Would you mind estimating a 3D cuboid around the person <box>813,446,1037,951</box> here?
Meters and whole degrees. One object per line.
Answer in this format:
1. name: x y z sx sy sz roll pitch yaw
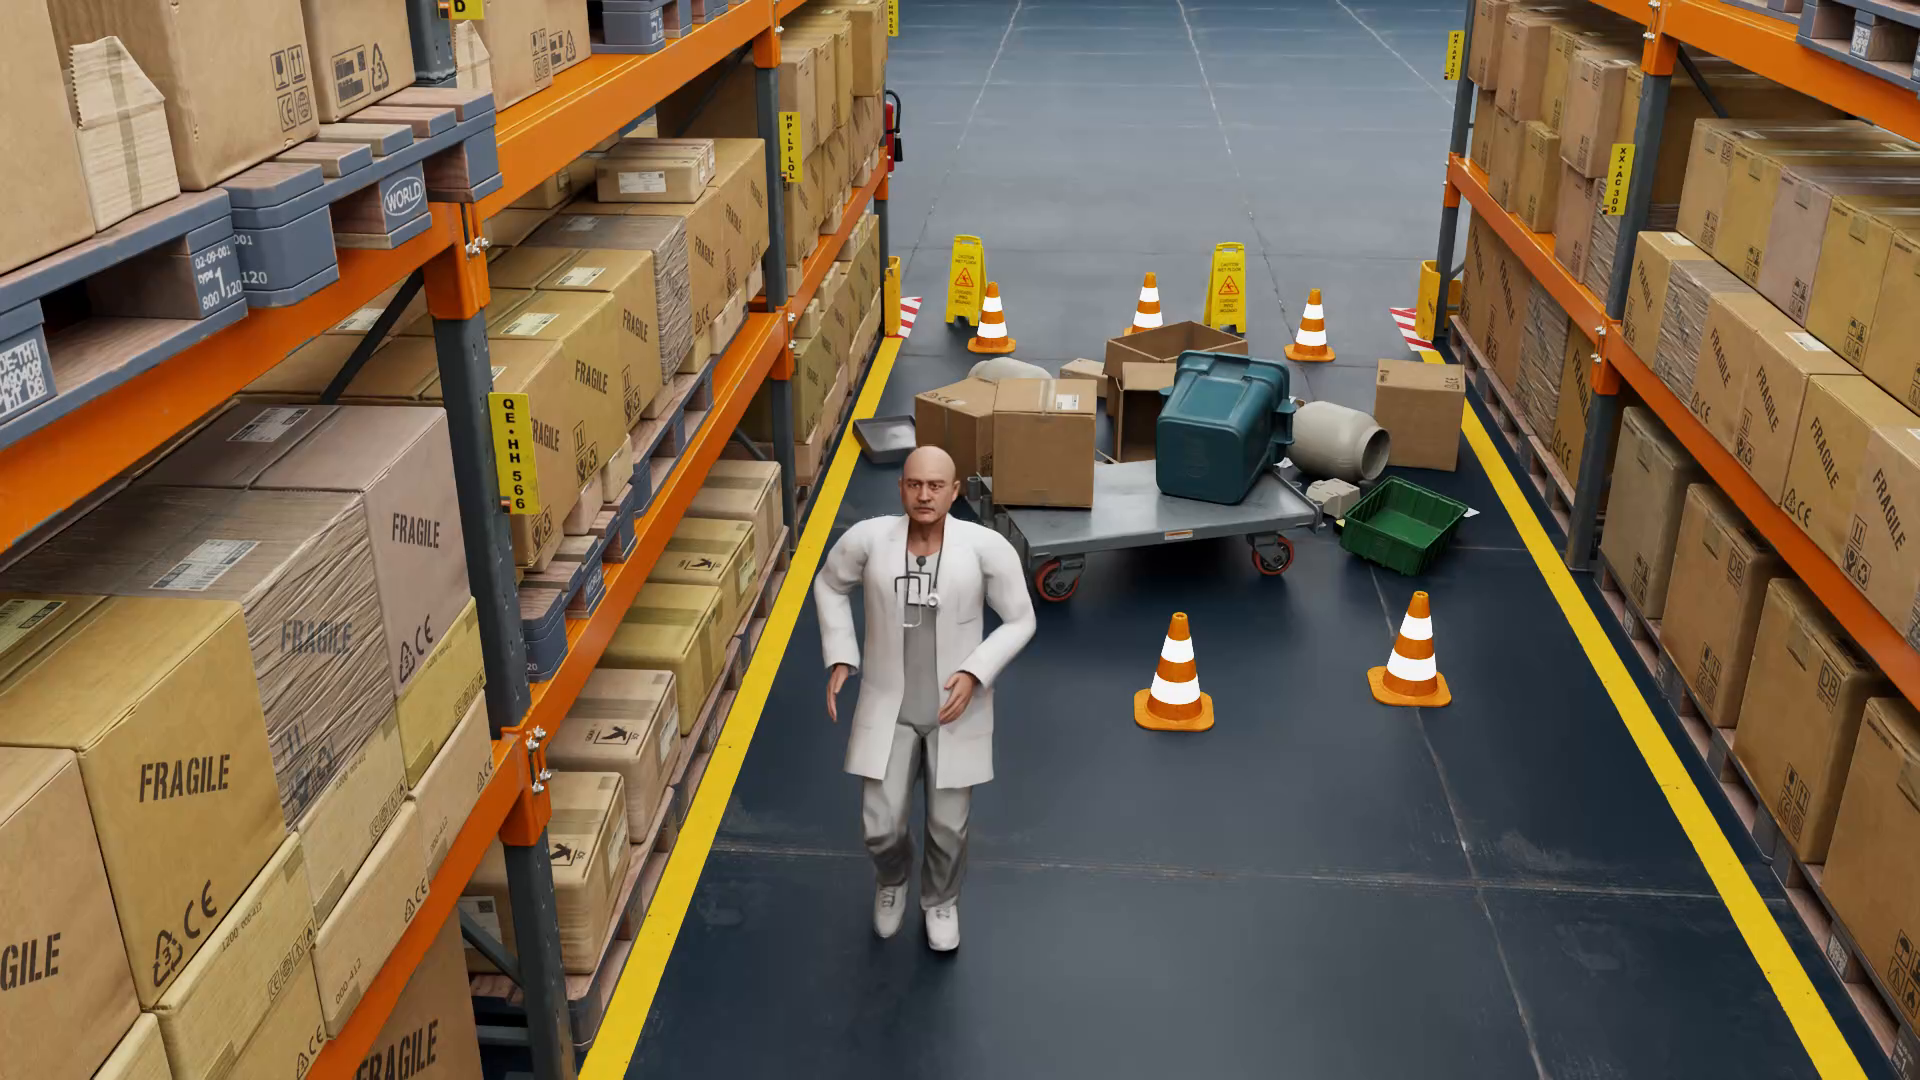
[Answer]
1. person: -0.128 0.556 5.452 0.745 1.750 0.545 1 24 3
